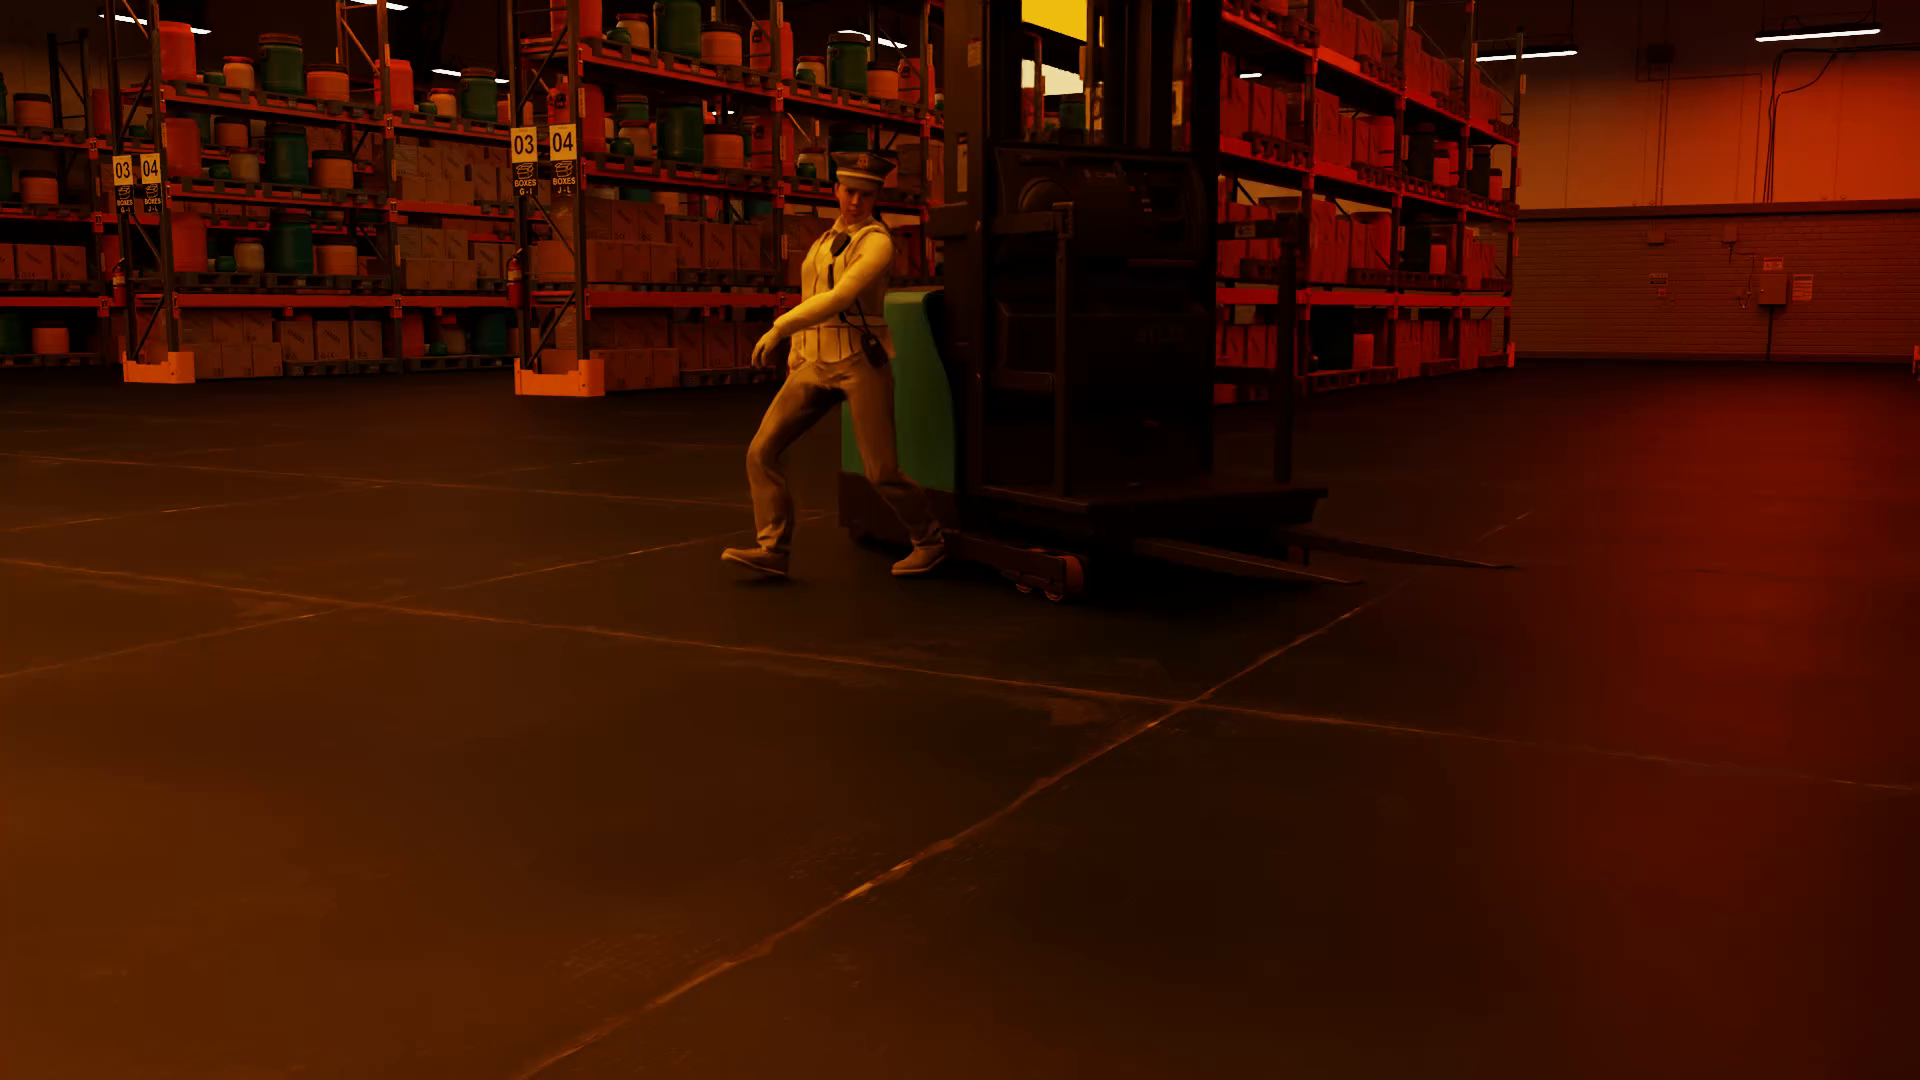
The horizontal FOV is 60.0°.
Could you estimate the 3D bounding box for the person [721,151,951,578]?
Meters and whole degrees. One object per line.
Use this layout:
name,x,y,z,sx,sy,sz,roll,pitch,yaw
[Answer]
person,-0.483,-0.639,6.210,0.802,1.582,0.614,-8,11,-44

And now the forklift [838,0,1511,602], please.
forklift,0.648,-1.309,6.075,1.130,2.935,3.031,-5,9,-30
